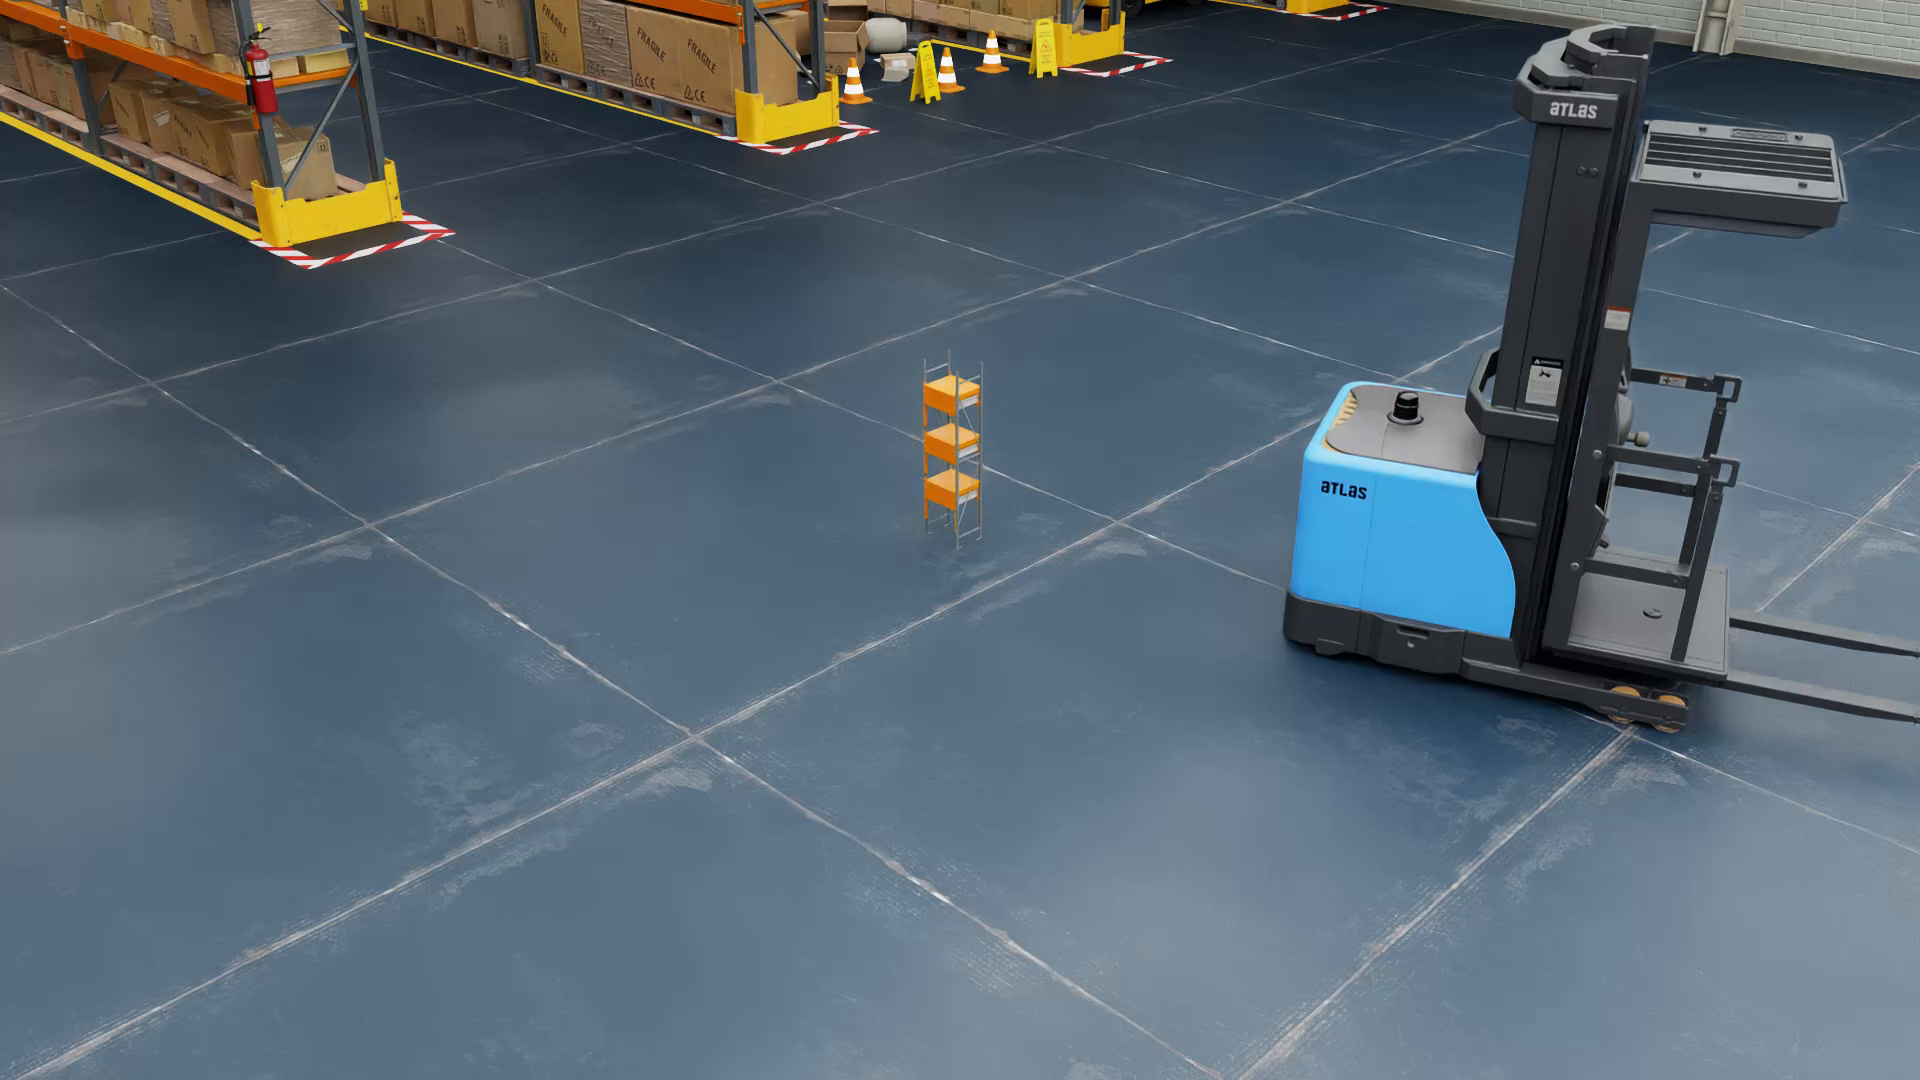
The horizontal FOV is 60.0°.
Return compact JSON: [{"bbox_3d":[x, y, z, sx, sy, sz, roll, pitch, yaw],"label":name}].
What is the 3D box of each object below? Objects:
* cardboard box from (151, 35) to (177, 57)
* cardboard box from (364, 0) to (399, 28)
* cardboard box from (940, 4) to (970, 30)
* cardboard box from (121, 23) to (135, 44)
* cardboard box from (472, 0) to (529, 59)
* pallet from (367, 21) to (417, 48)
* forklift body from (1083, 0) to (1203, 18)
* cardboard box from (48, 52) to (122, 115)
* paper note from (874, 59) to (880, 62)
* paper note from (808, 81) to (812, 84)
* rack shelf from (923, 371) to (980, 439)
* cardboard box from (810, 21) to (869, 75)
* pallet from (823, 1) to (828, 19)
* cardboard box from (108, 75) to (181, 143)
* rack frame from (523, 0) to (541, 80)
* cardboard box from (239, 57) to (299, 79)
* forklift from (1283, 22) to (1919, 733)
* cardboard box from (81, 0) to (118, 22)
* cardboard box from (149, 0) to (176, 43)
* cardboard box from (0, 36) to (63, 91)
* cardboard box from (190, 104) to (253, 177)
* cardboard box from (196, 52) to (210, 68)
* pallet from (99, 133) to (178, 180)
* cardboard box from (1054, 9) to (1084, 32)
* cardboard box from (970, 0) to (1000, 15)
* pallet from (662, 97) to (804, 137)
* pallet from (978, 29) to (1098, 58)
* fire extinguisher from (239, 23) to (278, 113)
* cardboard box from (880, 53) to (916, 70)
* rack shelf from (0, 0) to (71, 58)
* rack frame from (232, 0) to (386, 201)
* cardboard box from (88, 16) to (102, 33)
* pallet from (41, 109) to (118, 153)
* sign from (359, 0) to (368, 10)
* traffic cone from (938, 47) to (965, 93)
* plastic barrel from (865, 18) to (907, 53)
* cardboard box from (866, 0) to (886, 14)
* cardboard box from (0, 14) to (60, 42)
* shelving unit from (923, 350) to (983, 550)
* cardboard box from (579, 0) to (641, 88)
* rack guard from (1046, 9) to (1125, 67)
[{"bbox_3d":[-6.839,-4.353,14.576,0.250,0.149,0.380,25,36,38],"label":"cardboard box"},{"bbox_3d":[-7.131,-7.170,21.629,0.750,0.750,1.050,24,36,38],"label":"cardboard box"},{"bbox_3d":[0.095,-6.758,21.382,0.500,0.250,0.500,23,35,37],"label":"cardboard box"},{"bbox_3d":[-7.349,-4.610,15.063,0.250,0.149,0.380,25,36,38],"label":"cardboard box"},{"bbox_3d":[-5.156,-6.266,19.910,0.750,0.750,1.050,24,36,38],"label":"cardboard box"},{"bbox_3d":[-6.993,-6.692,21.750,1.213,0.211,1.003,25,36,38],"label":"pallet"},{"bbox_3d":[2.447,-8.560,23.219,1.214,2.155,2.313,25,36,38],"label":"forklift body"},{"bbox_3d":[-8.949,-4.748,17.270,0.500,0.500,0.700,24,36,38],"label":"cardboard box"},{"bbox_3d":[-0.970,-5.930,20.507,0.148,0.019,0.142,-13,30,-22],"label":"paper note"},{"bbox_3d":[-1.696,-5.345,19.384,0.144,0.017,0.142,-13,30,-22],"label":"paper note"},{"bbox_3d":[-0.038,-0.724,8.912,0.240,0.259,0.215,25,36,38],"label":"rack shelf"},{"bbox_3d":[-1.427,-5.902,19.934,0.637,0.503,0.797,2,28,4],"label":"cardboard box"},{"bbox_3d":[-1.808,-7.599,23.474,1.213,0.211,1.003,25,36,38],"label":"pallet"},{"bbox_3d":[-7.942,-4.226,16.299,0.500,0.500,0.500,23,36,37],"label":"cardboard box"},{"bbox_3d":[-4.650,-6.904,19.156,0.127,3.000,1.000,25,36,38],"label":"rack frame"},{"bbox_3d":[-5.695,-3.899,13.711,0.250,0.149,0.380,25,36,38],"label":"cardboard box"},{"bbox_3d":[3.165,-0.702,7.435,3.031,2.935,1.130,11,30,20],"label":"forklift"},{"bbox_3d":[-7.590,-5.124,15.345,0.500,0.500,0.875,25,36,38],"label":"cardboard box"},{"bbox_3d":[-6.487,-4.651,14.444,0.500,0.500,0.875,25,36,38],"label":"cardboard box"},{"bbox_3d":[-10.156,-5.295,18.311,0.500,0.500,0.700,21,34,34],"label":"cardboard box"},{"bbox_3d":[-6.664,-3.668,15.238,0.500,0.500,0.500,-21,34,-35],"label":"cardboard box"},{"bbox_3d":[-6.255,-4.132,14.154,0.250,0.149,0.380,25,36,38],"label":"cardboard box"},{"bbox_3d":[-7.696,-3.849,16.343,1.213,0.211,1.003,25,36,38],"label":"pallet"},{"bbox_3d":[1.219,-6.598,21.078,0.500,0.250,0.500,24,36,38],"label":"cardboard box"},{"bbox_3d":[0.472,-6.919,20.883,0.500,0.500,0.500,-24,36,-37],"label":"cardboard box"},{"bbox_3d":[-2.423,-4.599,17.770,1.213,0.211,1.003,25,36,38],"label":"pallet"},{"bbox_3d":[0.992,-6.341,21.083,1.213,0.211,1.003,25,36,38],"label":"pallet"},{"bbox_3d":[-5.589,-3.761,13.262,0.183,0.674,0.296,25,36,38],"label":"fire extinguisher"},{"bbox_3d":[-0.750,-5.769,20.062,0.380,0.149,0.250,-7,29,-14],"label":"cardboard box"},{"bbox_3d":[-9.626,-5.625,17.497,4.000,0.370,1.077,25,36,38],"label":"rack shelf"},{"bbox_3d":[-5.347,-3.985,13.606,0.127,3.000,1.000,25,36,38],"label":"rack frame"},{"bbox_3d":[-7.890,-4.851,15.523,0.250,0.149,0.380,25,36,38],"label":"cardboard box"},{"bbox_3d":[-8.756,-4.310,17.220,1.213,0.211,1.003,25,36,38],"label":"pallet"},{"bbox_3d":[-4.967,-4.549,13.747,0.005,0.325,0.100,25,36,38],"label":"sign"},{"bbox_3d":[-0.146,-5.384,18.992,0.334,0.463,0.336,25,36,38],"label":"traffic cone"},{"bbox_3d":[-0.934,-6.305,20.787,0.512,0.421,0.421,-3,28,-5],"label":"plastic barrel"},{"bbox_3d":[-1.020,-7.266,22.349,0.500,0.250,0.500,23,35,36],"label":"cardboard box"},{"bbox_3d":[-10.168,-5.638,18.156,0.500,0.250,0.500,-21,34,-34],"label":"cardboard box"},{"bbox_3d":[-0.038,-0.482,9.039,0.252,1.050,0.215,25,36,38],"label":"shelving unit"},{"bbox_3d":[-3.605,-5.628,18.561,0.875,0.875,0.875,25,37,39],"label":"cardboard box"},{"bbox_3d":[1.546,-6.193,20.490,0.348,0.500,1.175,25,36,38],"label":"rack guard"}]
